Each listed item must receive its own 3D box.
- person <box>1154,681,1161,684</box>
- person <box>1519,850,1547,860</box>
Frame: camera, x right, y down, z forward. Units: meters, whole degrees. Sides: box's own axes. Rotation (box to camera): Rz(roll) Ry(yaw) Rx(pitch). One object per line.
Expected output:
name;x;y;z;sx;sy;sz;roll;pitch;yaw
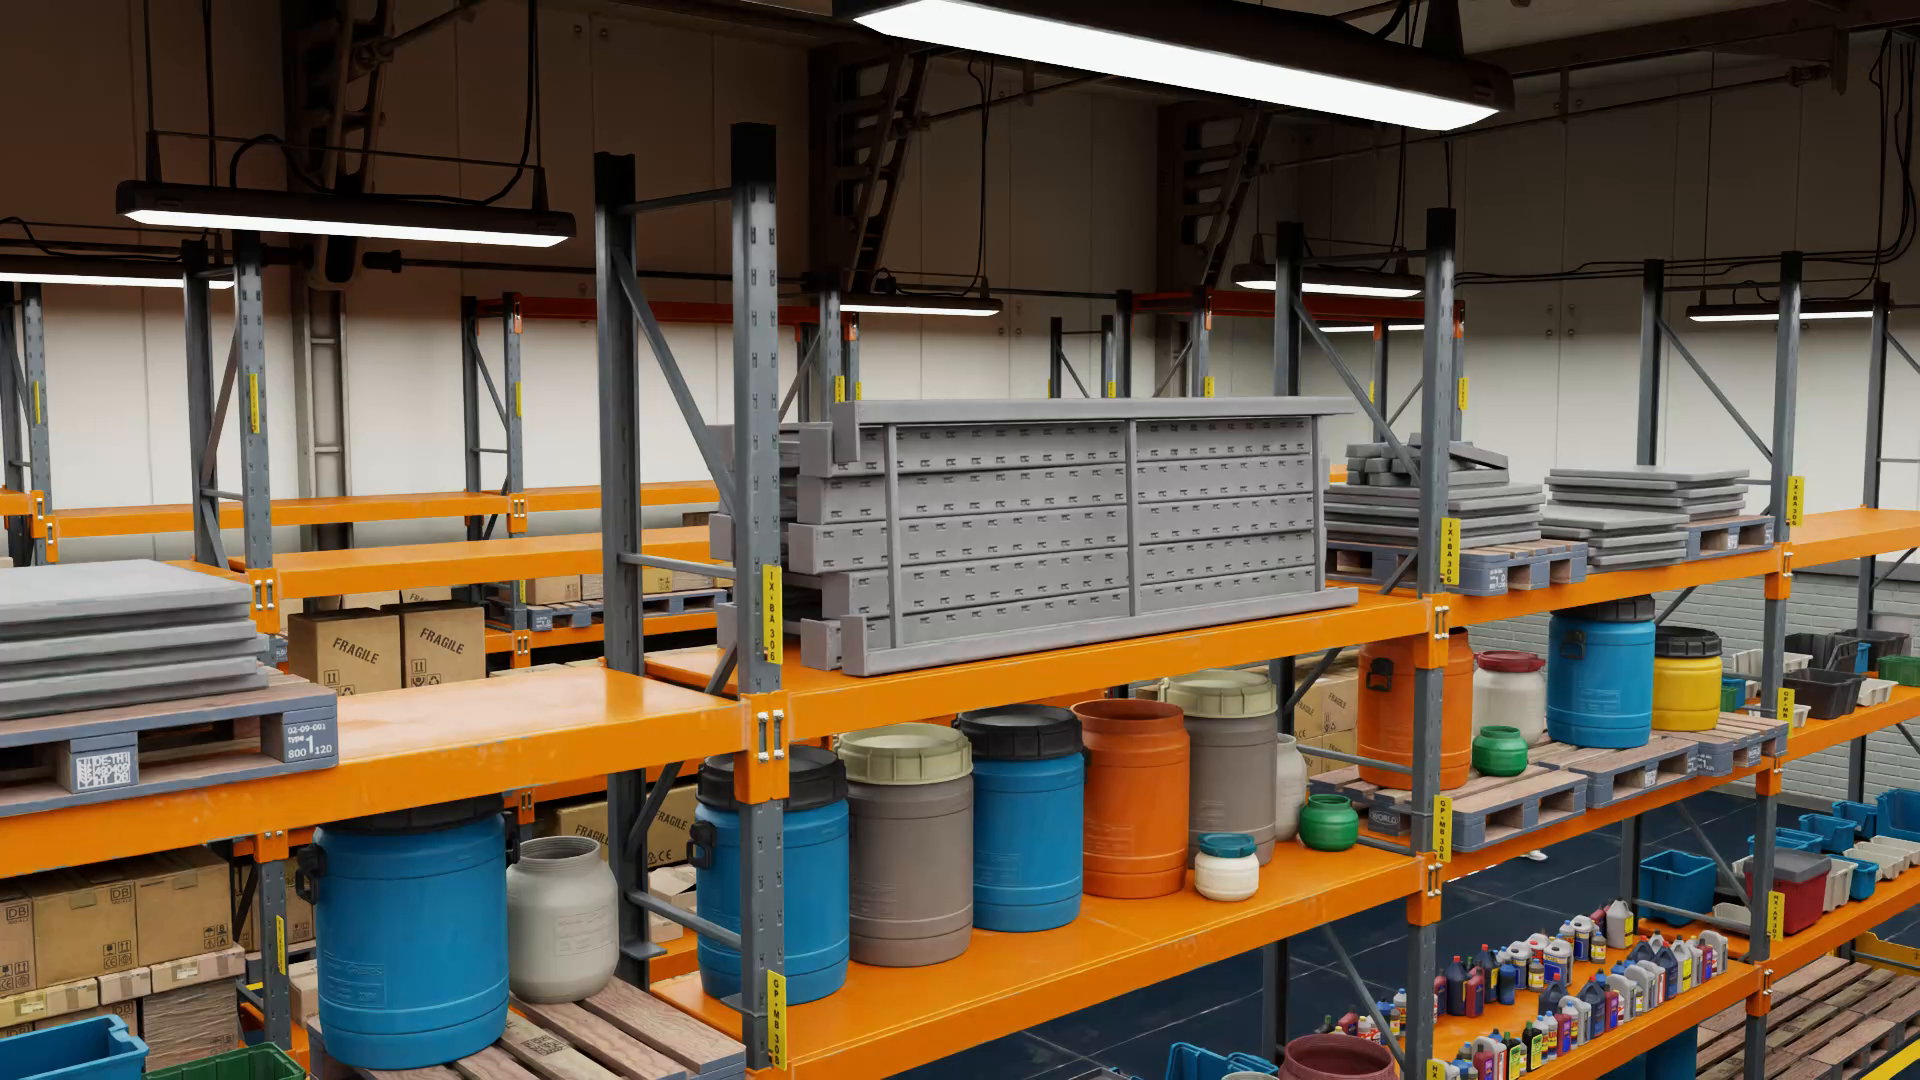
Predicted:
person;2.636;2.451;20.377;0.756;1.585;0.610;-3;6;-31
person;6.018;2.563;18.113;0.644;1.766;0.771;-3;6;-28
